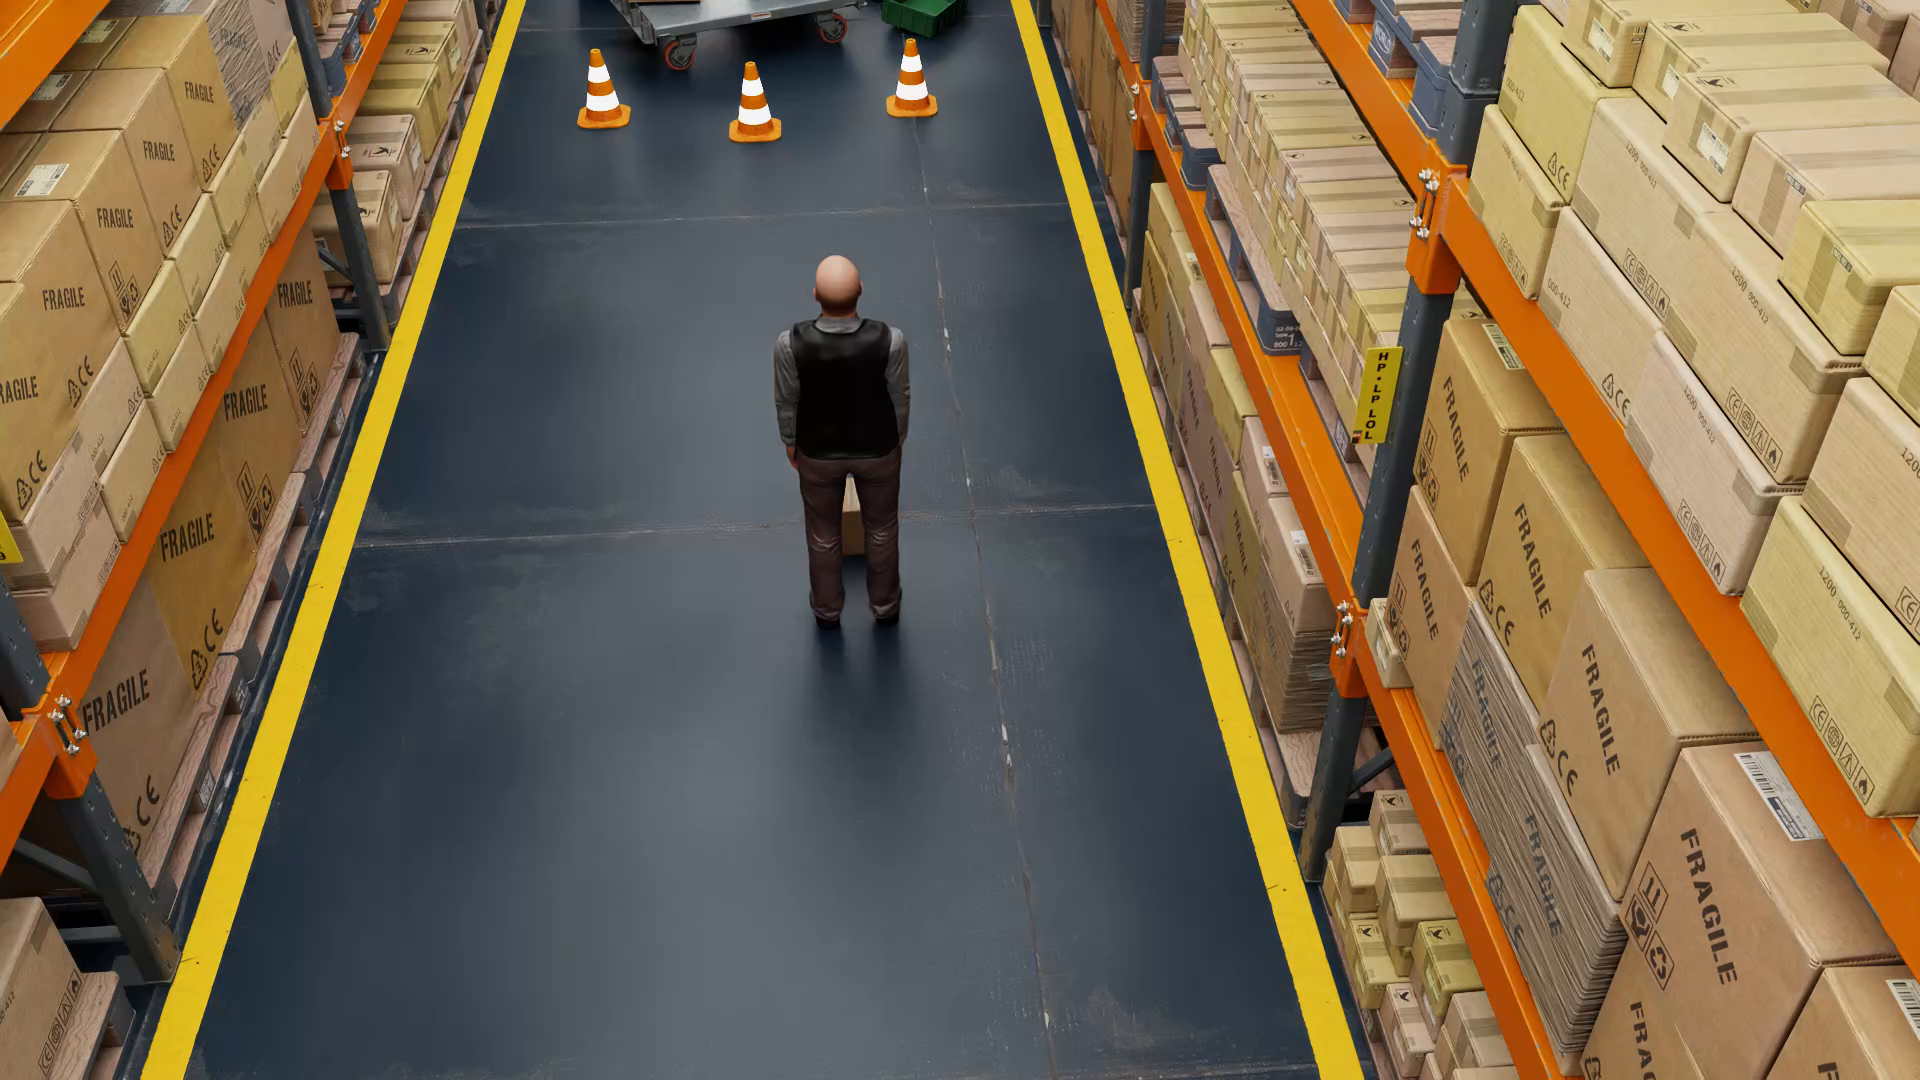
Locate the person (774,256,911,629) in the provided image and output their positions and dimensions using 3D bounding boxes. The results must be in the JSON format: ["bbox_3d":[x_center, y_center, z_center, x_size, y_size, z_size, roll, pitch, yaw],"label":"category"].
[{"bbox_3d":[-0.458,-0.374,6.645,0.530,1.726,0.358,-2,39,-3],"label":"person"}]
